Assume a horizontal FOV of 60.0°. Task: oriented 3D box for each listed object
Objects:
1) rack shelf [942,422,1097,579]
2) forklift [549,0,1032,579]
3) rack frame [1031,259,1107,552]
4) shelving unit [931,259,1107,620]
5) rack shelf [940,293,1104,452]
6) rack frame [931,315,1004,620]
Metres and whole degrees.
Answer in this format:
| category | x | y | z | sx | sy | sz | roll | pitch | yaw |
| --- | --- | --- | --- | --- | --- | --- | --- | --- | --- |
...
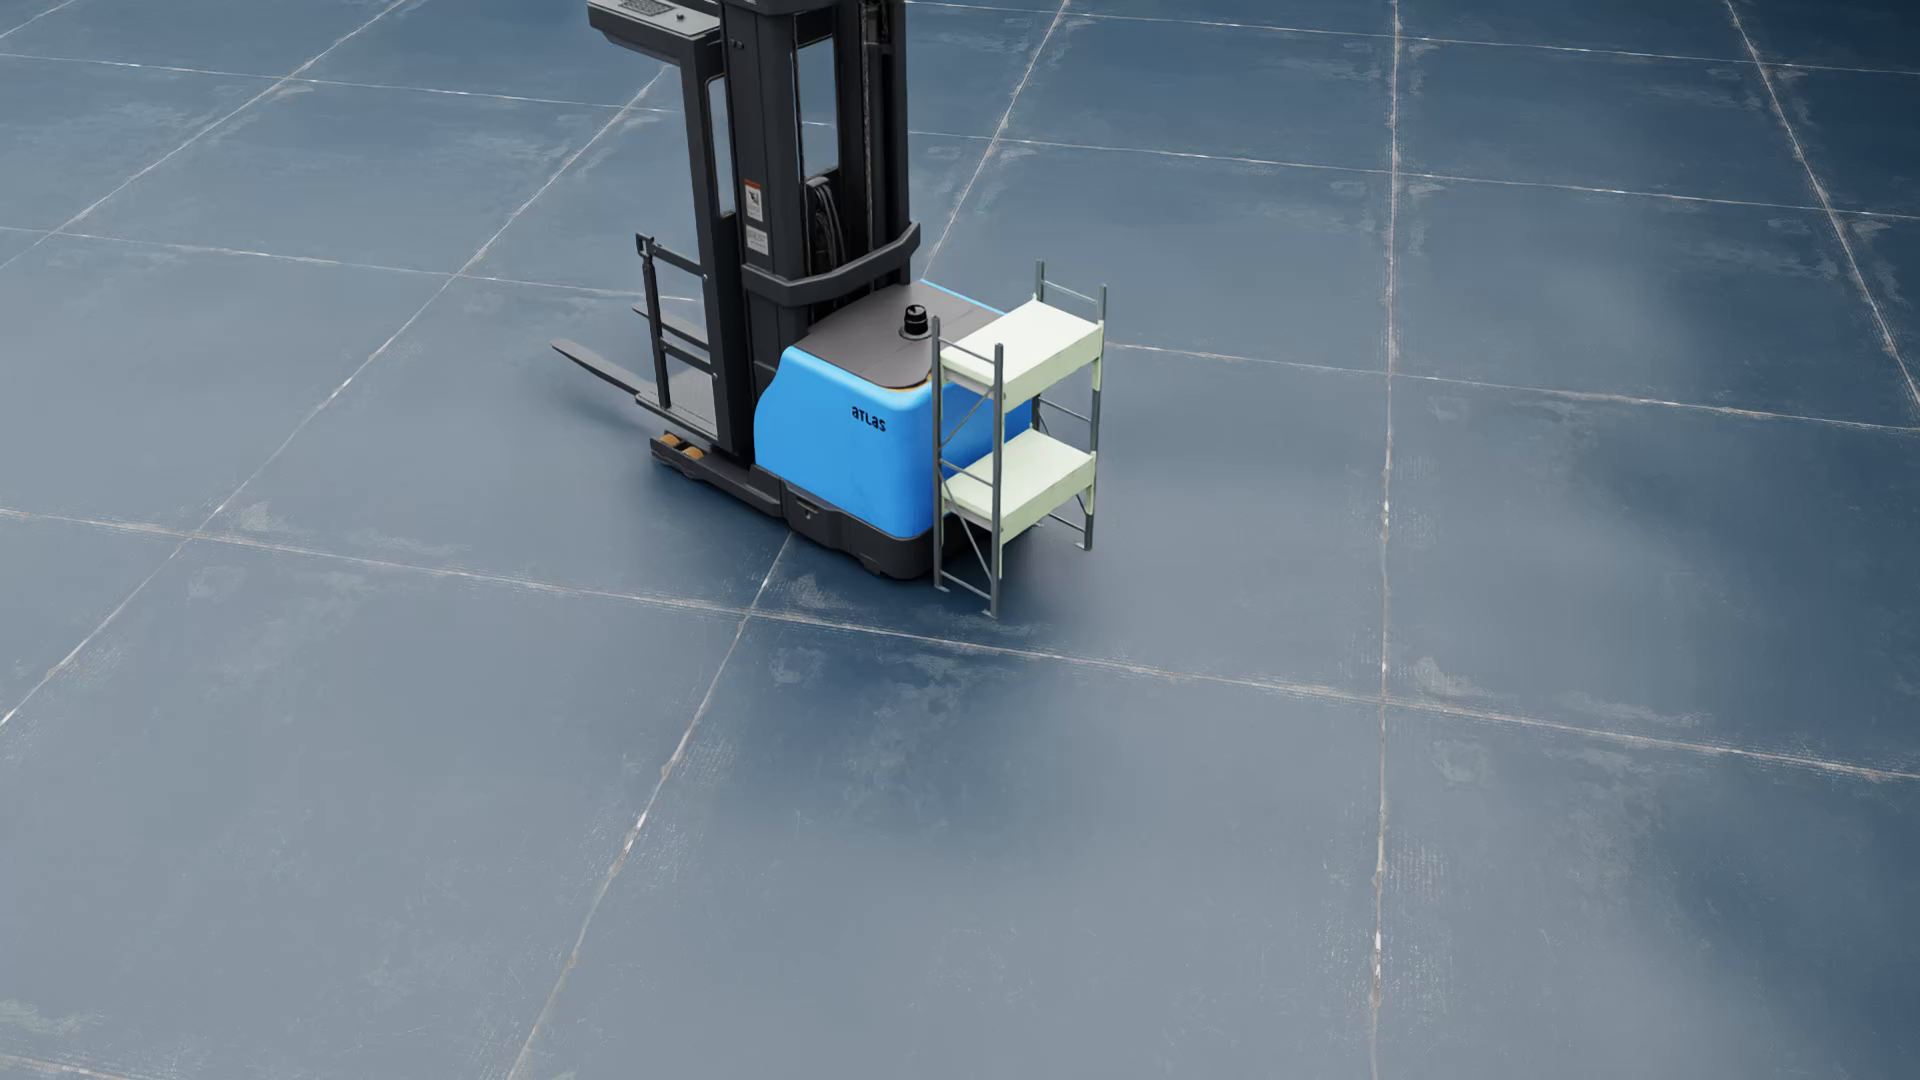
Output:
| category | x | y | z | sx | sy | sz | roll | pitch | yaw |
| --- | --- | --- | --- | --- | --- | --- | --- | --- | --- |
| rack shelf | 0.271 | -0.201 | 8.075 | 0.431 | 0.370 | 0.720 | 27 | 44 | 32 |
| forklift | -1.050 | -1.728 | 8.406 | 3.031 | 2.935 | 1.130 | 27 | 44 | 32 |
| rack frame | 0.513 | -0.627 | 8.107 | 0.400 | 1.500 | 0.023 | 27 | 44 | 32 |
| shelving unit | 0.272 | -0.465 | 7.884 | 0.431 | 1.500 | 0.755 | 27 | 44 | 32 |
| rack shelf | 0.272 | -0.781 | 7.655 | 0.431 | 0.370 | 0.720 | 27 | 44 | 32 |
| rack frame | 0.030 | -0.304 | 7.661 | 0.400 | 1.500 | 0.023 | 27 | 44 | 32 |
